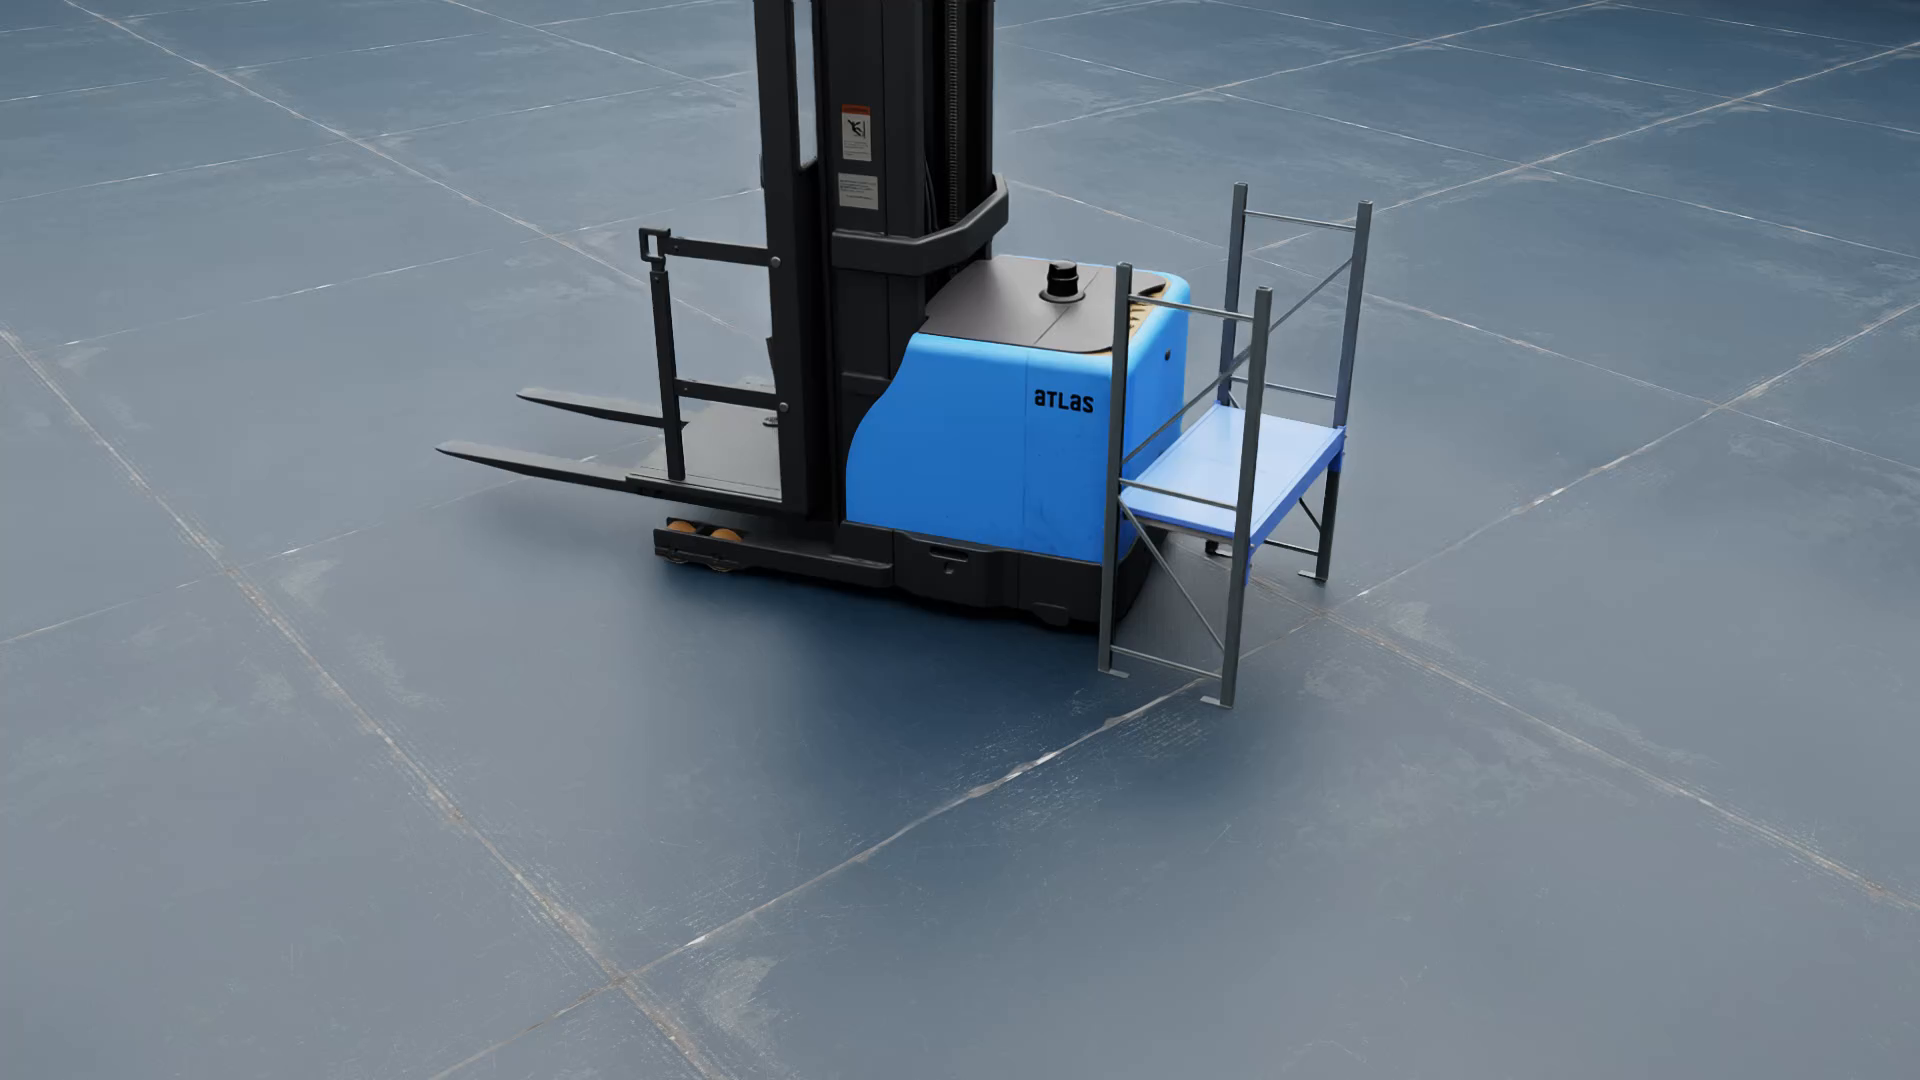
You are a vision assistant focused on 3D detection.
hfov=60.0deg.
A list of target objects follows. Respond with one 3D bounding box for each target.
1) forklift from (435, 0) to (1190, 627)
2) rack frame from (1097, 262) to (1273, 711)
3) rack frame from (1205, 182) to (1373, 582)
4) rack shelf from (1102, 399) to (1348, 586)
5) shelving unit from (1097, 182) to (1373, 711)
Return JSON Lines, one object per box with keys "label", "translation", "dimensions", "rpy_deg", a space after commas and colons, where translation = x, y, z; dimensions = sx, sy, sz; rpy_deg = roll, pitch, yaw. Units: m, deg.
{"label": "forklift", "translation": [-0.677, -1.389, 6.240], "dimensions": [3.031, 2.935, 1.130], "rpy_deg": [10, 30, 17]}
{"label": "rack frame", "translation": [0.712, -0.144, 5.428], "dimensions": [0.500, 1.500, 0.032], "rpy_deg": [15, 31, 25]}
{"label": "rack frame", "translation": [1.206, -0.563, 6.212], "dimensions": [0.500, 1.500, 0.032], "rpy_deg": [15, 31, 25]}
{"label": "rack shelf", "translation": [0.959, -0.195, 5.905], "dimensions": [0.538, 0.185, 1.000], "rpy_deg": [15, 31, 25]}
{"label": "shelving unit", "translation": [0.959, -0.353, 5.820], "dimensions": [0.538, 1.500, 1.048], "rpy_deg": [15, 31, 25]}
